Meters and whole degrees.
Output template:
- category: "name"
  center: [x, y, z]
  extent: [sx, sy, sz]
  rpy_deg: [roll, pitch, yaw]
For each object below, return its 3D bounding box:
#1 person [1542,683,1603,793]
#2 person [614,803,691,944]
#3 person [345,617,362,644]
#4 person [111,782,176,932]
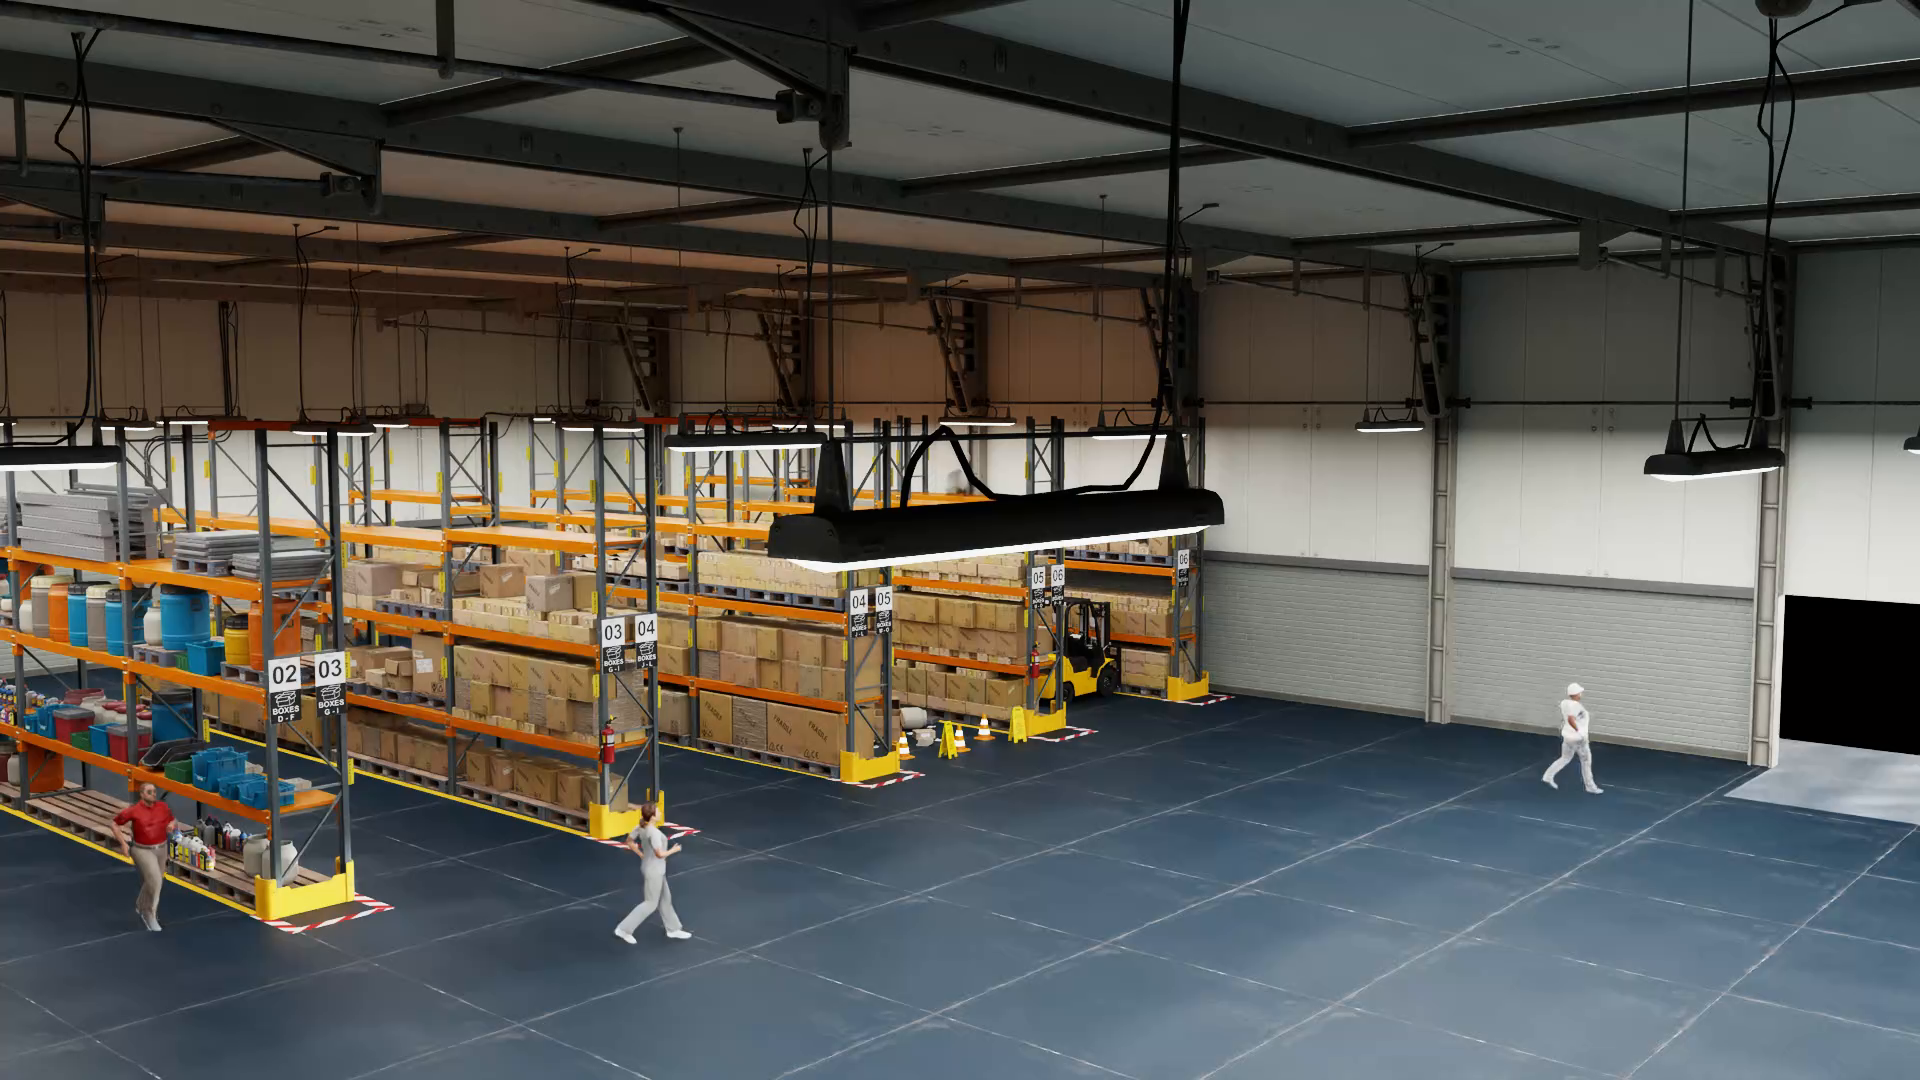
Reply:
- category: "person"
  center: [9.890, 3.187, 26.758]
  extent: [0.997, 1.772, 0.682]
  rpy_deg: [-1, 5, -10]
- category: "person"
  center: [-3.565, 3.873, 19.271]
  extent: [0.950, 1.669, 0.565]
  rpy_deg: [-3, 5, -29]
- category: "person"
  center: [-14.331, 2.245, 39.170]
  extent: [0.548, 1.694, 0.598]
  rpy_deg: [3, 6, 32]
- category: "person"
  center: [-9.764, 3.816, 20.054]
  extent: [0.768, 1.798, 0.631]
  rpy_deg: [2, 5, 25]
